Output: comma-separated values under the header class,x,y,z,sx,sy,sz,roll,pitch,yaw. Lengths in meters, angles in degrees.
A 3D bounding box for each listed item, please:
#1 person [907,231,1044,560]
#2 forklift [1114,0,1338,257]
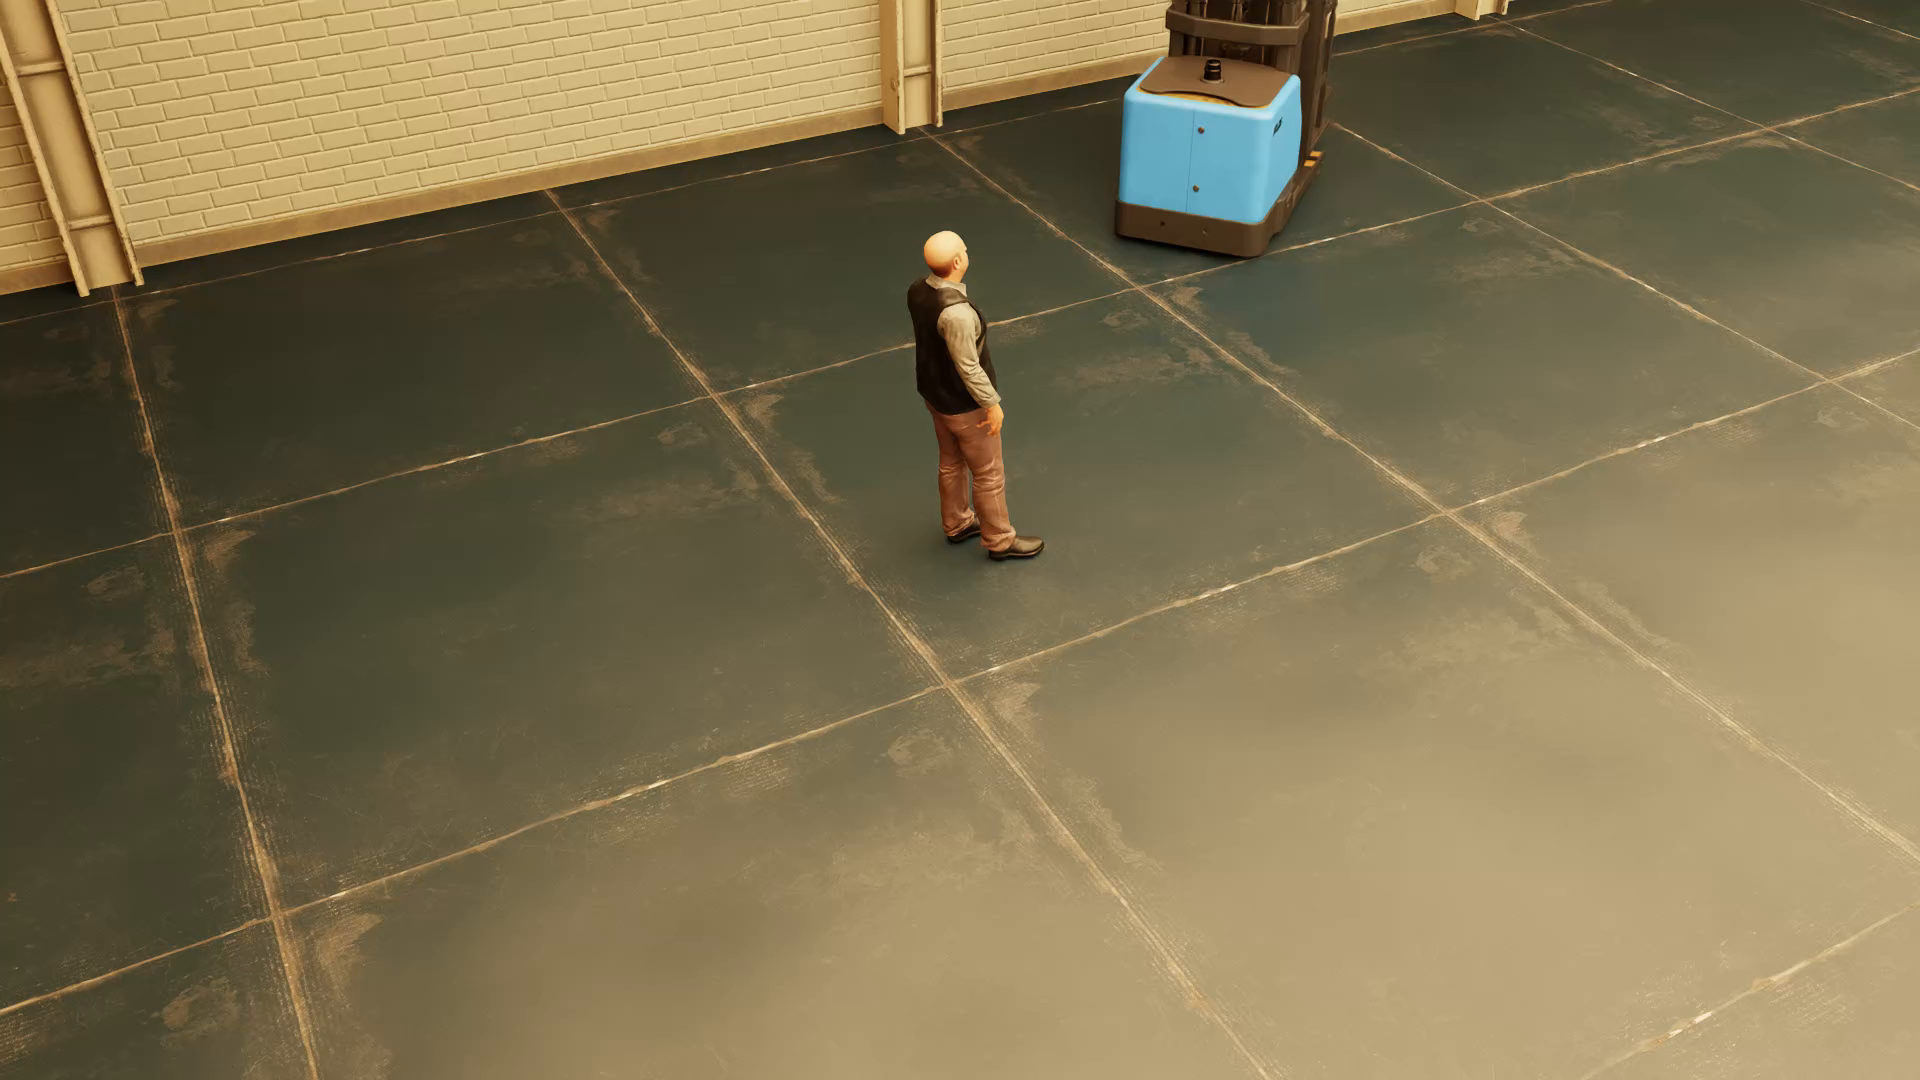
class,x,y,z,sx,sy,sz,roll,pitch,yaw
person,0.059,-0.722,8.180,0.566,1.722,0.633,-17,39,-23
forklift,2.116,-3.954,11.717,1.130,2.935,3.031,14,38,19
